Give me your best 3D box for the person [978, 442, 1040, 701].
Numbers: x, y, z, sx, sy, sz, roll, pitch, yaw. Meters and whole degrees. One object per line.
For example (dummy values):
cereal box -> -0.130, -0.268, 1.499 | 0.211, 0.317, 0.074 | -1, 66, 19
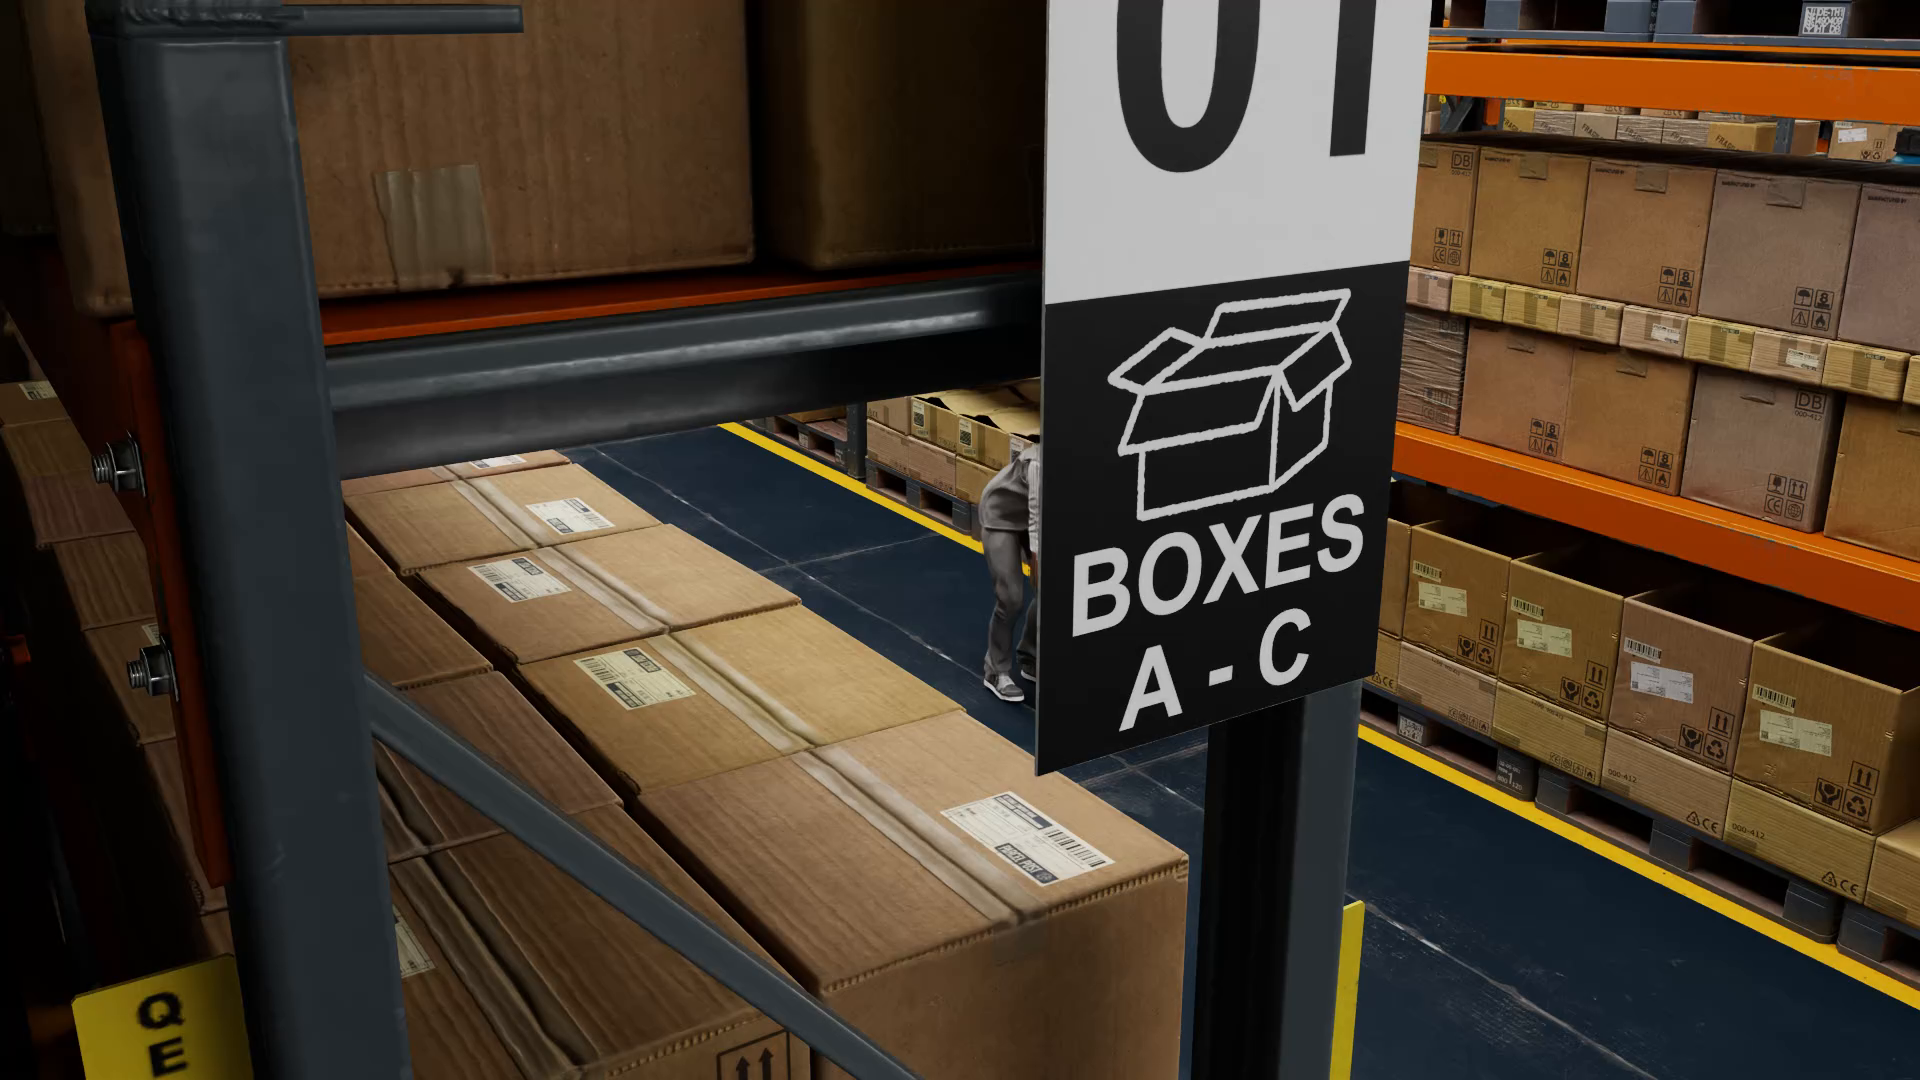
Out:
person -> 0.373, 0.075, 7.234 | 0.381, 1.359, 0.728 | -13, 22, -33
